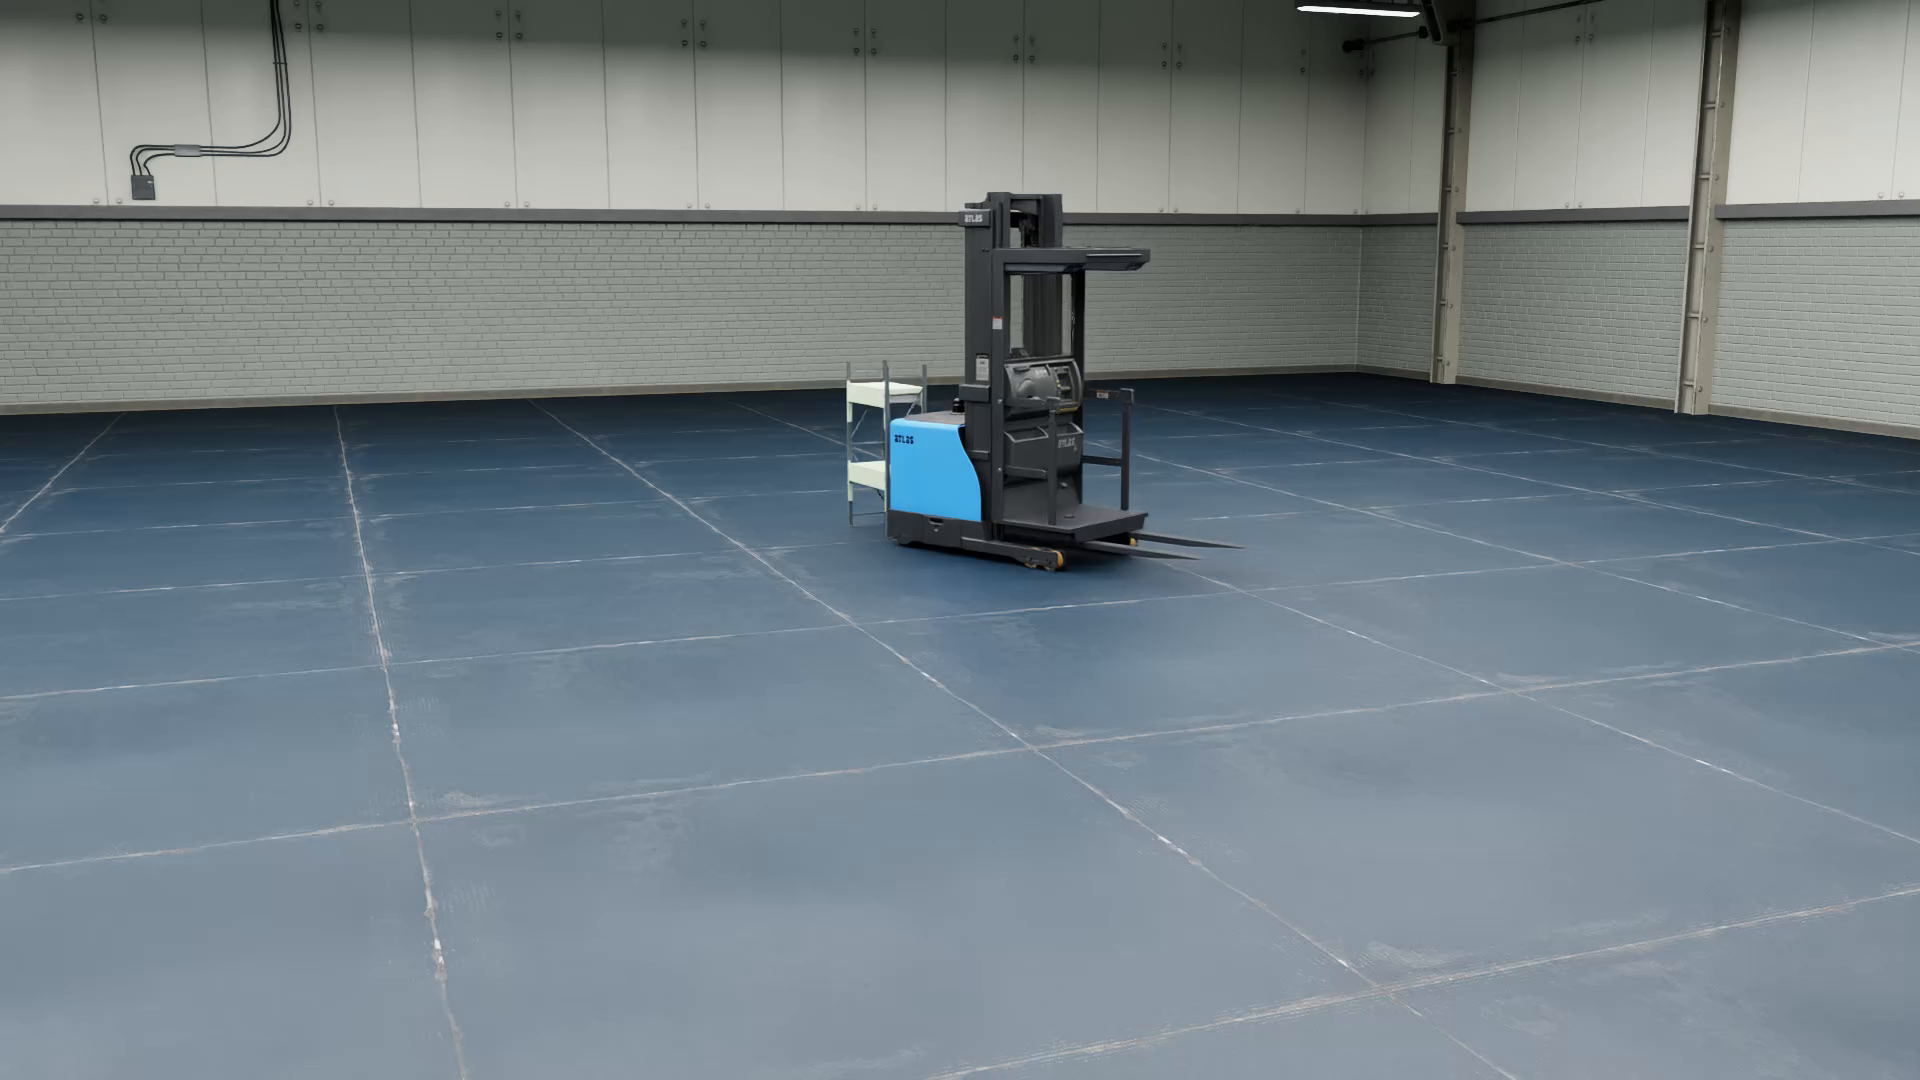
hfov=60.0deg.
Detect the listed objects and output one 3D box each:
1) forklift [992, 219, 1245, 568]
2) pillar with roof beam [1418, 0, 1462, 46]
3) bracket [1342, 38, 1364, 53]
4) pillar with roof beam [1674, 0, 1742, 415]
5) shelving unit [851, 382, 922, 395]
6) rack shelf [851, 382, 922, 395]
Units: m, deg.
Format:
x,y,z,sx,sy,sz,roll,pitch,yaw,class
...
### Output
x,y,z,sx,sy,sz,roll,pitch,yaw,class
1.167,-1.155,13.110,2.170,2.733,1.118,9,13,40,forklift
4.743,-10.010,27.831,8.718,2.987,0.548,-4,11,-21,pillar with roof beam
7.594,-9.539,32.076,0.235,0.232,0.430,-4,11,-21,bracket
7.096,-6.083,22.920,9.100,9.000,0.548,-4,11,-21,pillar with roof beam
-0.651,-1.336,14.658,0.368,0.052,0.686,-6,12,-30,shelving unit
-0.651,-1.336,14.658,0.368,0.052,0.686,-6,12,-30,rack shelf
